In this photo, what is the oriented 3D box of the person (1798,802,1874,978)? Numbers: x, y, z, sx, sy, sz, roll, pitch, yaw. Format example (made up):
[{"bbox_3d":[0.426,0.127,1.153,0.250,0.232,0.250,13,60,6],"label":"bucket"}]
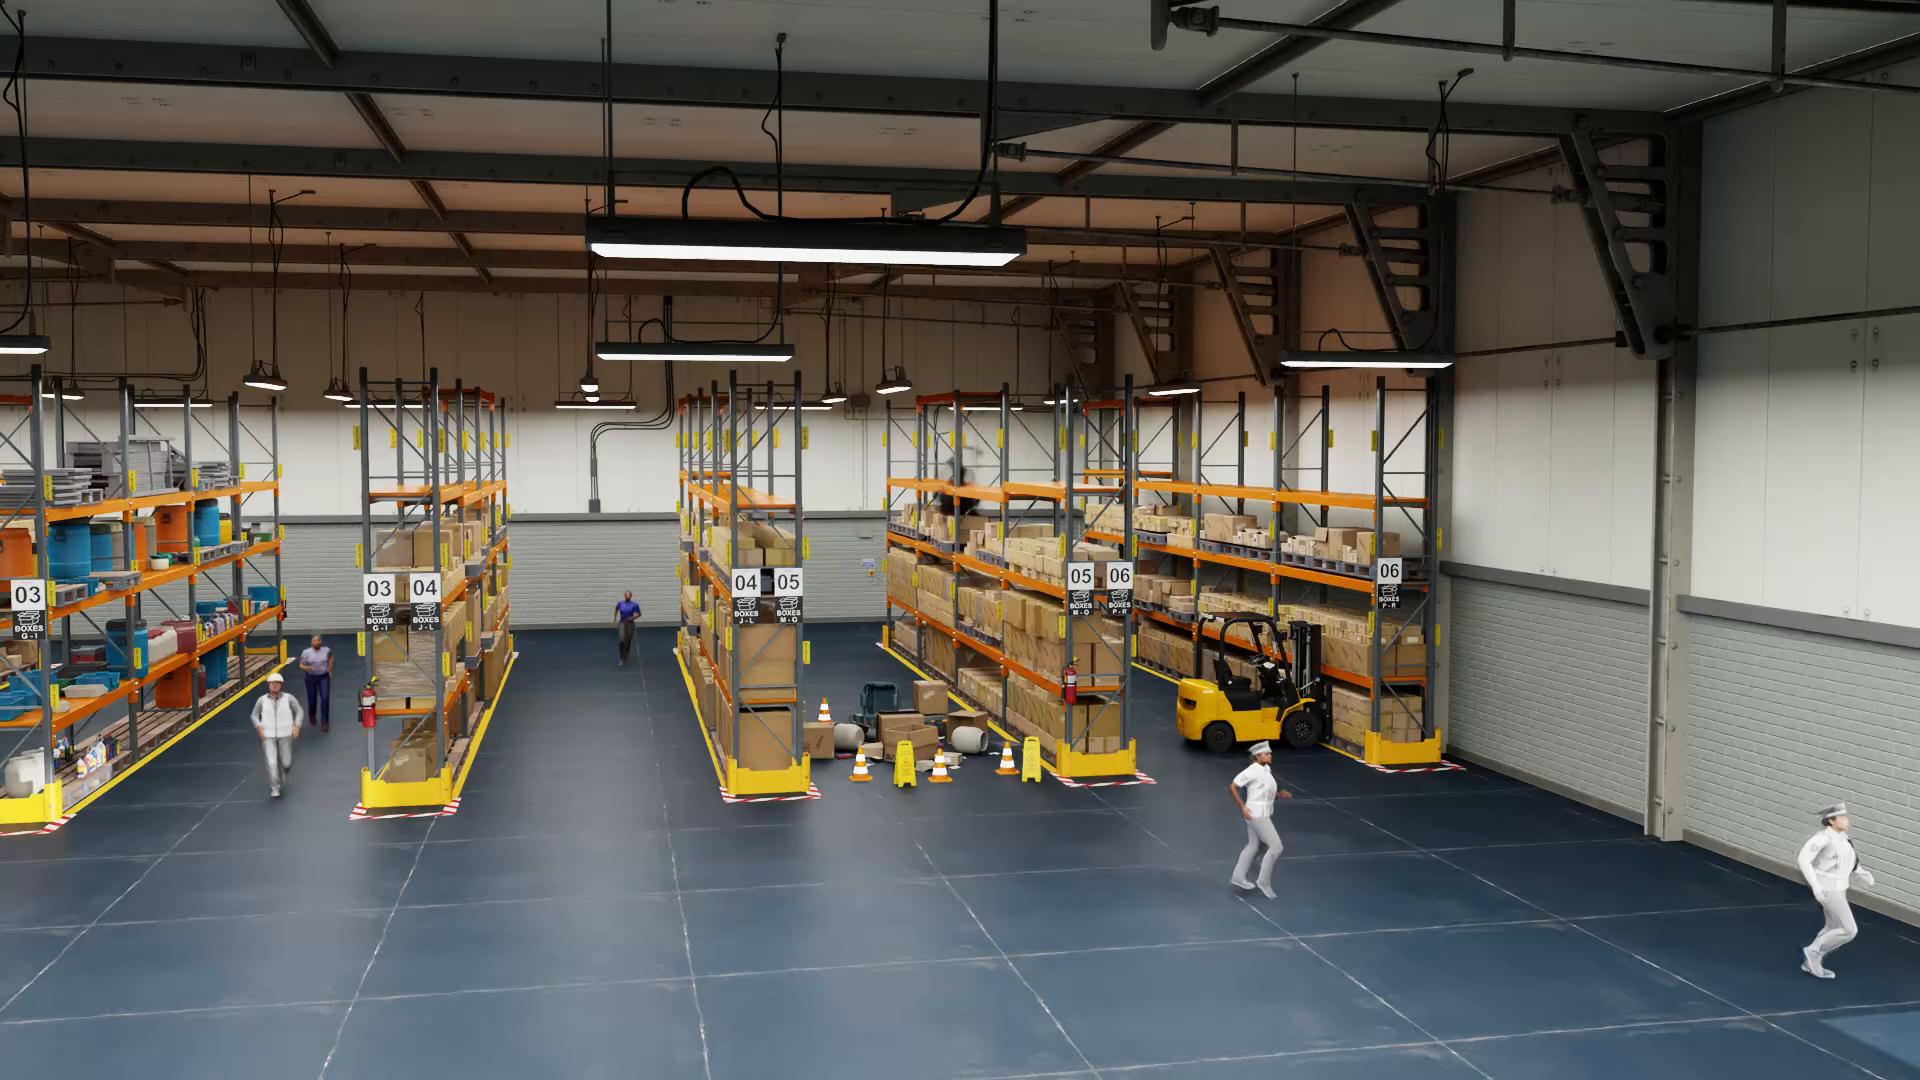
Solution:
[{"bbox_3d":[8.137,3.248,15.421,0.623,1.661,0.560,-3,5,-44],"label":"person"}]

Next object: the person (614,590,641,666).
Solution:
[{"bbox_3d":[-7.458,1.973,37.364,0.607,1.719,0.694,0,3,-7],"label":"person"}]

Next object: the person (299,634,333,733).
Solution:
[{"bbox_3d":[-11.171,2.455,28.887,0.568,1.667,0.901,-1,4,-24],"label":"person"}]

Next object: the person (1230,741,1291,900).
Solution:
[{"bbox_3d":[3.308,3.069,18.309,0.686,1.741,0.557,2,4,26],"label":"person"}]

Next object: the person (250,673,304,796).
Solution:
[{"bbox_3d":[-9.656,2.738,23.518,0.705,1.729,0.614,-1,4,-21],"label":"person"}]
